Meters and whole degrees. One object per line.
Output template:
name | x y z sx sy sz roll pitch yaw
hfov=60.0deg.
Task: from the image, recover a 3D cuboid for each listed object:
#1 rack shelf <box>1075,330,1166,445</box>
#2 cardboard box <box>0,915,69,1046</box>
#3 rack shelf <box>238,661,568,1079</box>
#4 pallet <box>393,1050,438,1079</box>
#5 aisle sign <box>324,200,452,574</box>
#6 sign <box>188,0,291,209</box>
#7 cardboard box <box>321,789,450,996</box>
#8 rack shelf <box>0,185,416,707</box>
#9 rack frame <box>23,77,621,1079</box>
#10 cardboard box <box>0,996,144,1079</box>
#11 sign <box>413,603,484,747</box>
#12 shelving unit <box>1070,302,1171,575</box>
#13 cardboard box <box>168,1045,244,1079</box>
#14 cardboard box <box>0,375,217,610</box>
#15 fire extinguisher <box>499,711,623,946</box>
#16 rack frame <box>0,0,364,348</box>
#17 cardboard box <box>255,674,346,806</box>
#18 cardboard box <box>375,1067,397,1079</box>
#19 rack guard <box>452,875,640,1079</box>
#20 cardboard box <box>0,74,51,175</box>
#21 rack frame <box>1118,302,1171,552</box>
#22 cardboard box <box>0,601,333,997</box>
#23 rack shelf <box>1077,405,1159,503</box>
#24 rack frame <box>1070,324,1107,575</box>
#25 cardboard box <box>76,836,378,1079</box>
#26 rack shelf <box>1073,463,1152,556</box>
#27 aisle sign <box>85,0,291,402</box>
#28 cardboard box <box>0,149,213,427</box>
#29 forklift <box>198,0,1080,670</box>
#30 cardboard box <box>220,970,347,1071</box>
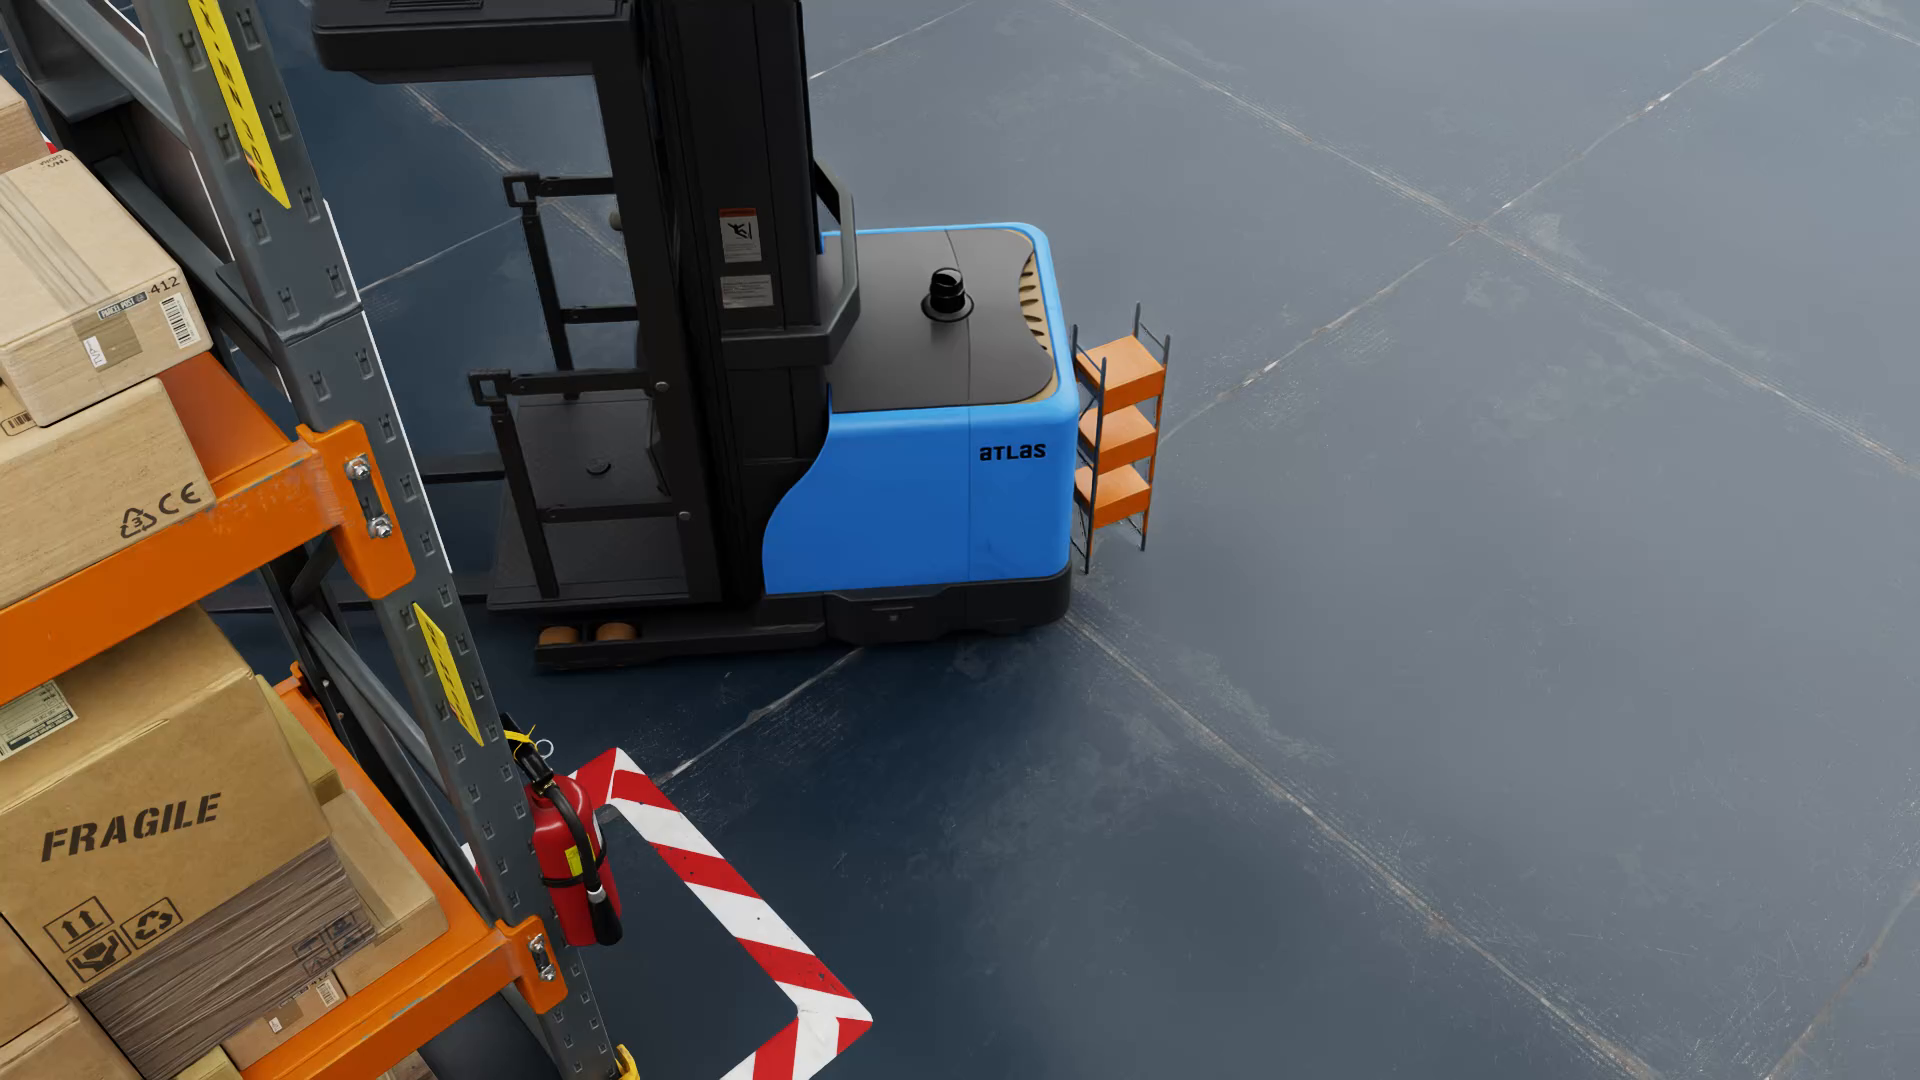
rack shelf | 0.532 -0.518 5.642 0.240 0.259 0.215 -21 51 -19
cardboard box | -1.880 0.616 2.689 0.500 0.500 0.500 -34 56 -27
rack shelf | -2.753 1.666 3.161 4.000 0.370 1.077 -34 56 -27
pallet | -1.955 1.799 4.446 1.213 0.211 1.003 -34 56 -27
aisle sign | -1.026 -0.315 2.731 0.004 0.787 0.394 -34 56 -27
sign | -0.915 -0.572 2.093 0.005 0.325 0.100 -34 56 -27
cardboard box | -1.346 0.772 3.668 0.250 0.149 0.380 -34 56 -27
rack shelf | -2.753 0.649 2.058 4.000 0.370 1.077 -34 56 -27
rack frame | -1.274 0.434 3.809 0.127 3.000 1.000 -34 56 -27
cardboard box | -1.988 0.868 3.137 0.500 0.500 0.875 -34 56 -27
sign | -0.915 0.246 2.980 0.005 0.325 0.100 -34 56 -27
shelving unit | 0.532 -0.333 5.843 0.252 1.050 0.215 -21 51 -19
cardboard box | -1.681 1.047 3.414 0.250 0.149 0.380 -34 56 -27
cardboard box | -1.459 -0.156 2.414 0.500 0.250 0.500 -33 55 -26
fire extinguisher | -0.879 0.654 3.658 0.183 0.674 0.296 -34 56 -27
rack frame | -1.274 -1.601 1.604 0.127 3.000 1.000 -34 56 -27
cardboard box | -1.645 0.530 3.891 0.250 0.149 0.380 -34 56 -27
cardboard box | -1.747 1.439 4.297 0.500 0.500 0.500 -24 52 -21
rack guard | -1.330 1.319 4.693 0.348 0.500 1.175 -34 56 -27
cardboard box | -1.633 -0.657 2.605 0.250 0.149 0.380 -34 56 -27
rack frame | 0.640 -0.375 5.882 0.008 1.050 0.200 -21 51 -19
cardboard box | -1.514 0.366 2.920 0.500 0.500 0.500 -34 56 -27
rack shelf | 0.532 -0.326 5.851 0.240 0.259 0.215 -21 51 -19
rack frame | 0.424 -0.291 5.804 0.008 1.050 0.200 -21 51 -19
cardboard box | -1.699 0.556 3.426 0.500 0.500 0.875 -34 56 -27
rack shelf | 0.532 -0.138 6.055 0.240 0.259 0.215 -21 51 -19
aisle sign | -1.430 -0.642 3.032 0.004 0.787 0.394 -34 56 -27
cardboard box | -1.269 -0.361 2.332 0.250 0.149 0.380 -34 56 -27
forklift | -1.154 -0.944 5.127 3.031 2.935 1.130 -4 47 -3
cardboard box | -1.531 0.895 3.554 0.250 0.149 0.380 -34 56 -27
